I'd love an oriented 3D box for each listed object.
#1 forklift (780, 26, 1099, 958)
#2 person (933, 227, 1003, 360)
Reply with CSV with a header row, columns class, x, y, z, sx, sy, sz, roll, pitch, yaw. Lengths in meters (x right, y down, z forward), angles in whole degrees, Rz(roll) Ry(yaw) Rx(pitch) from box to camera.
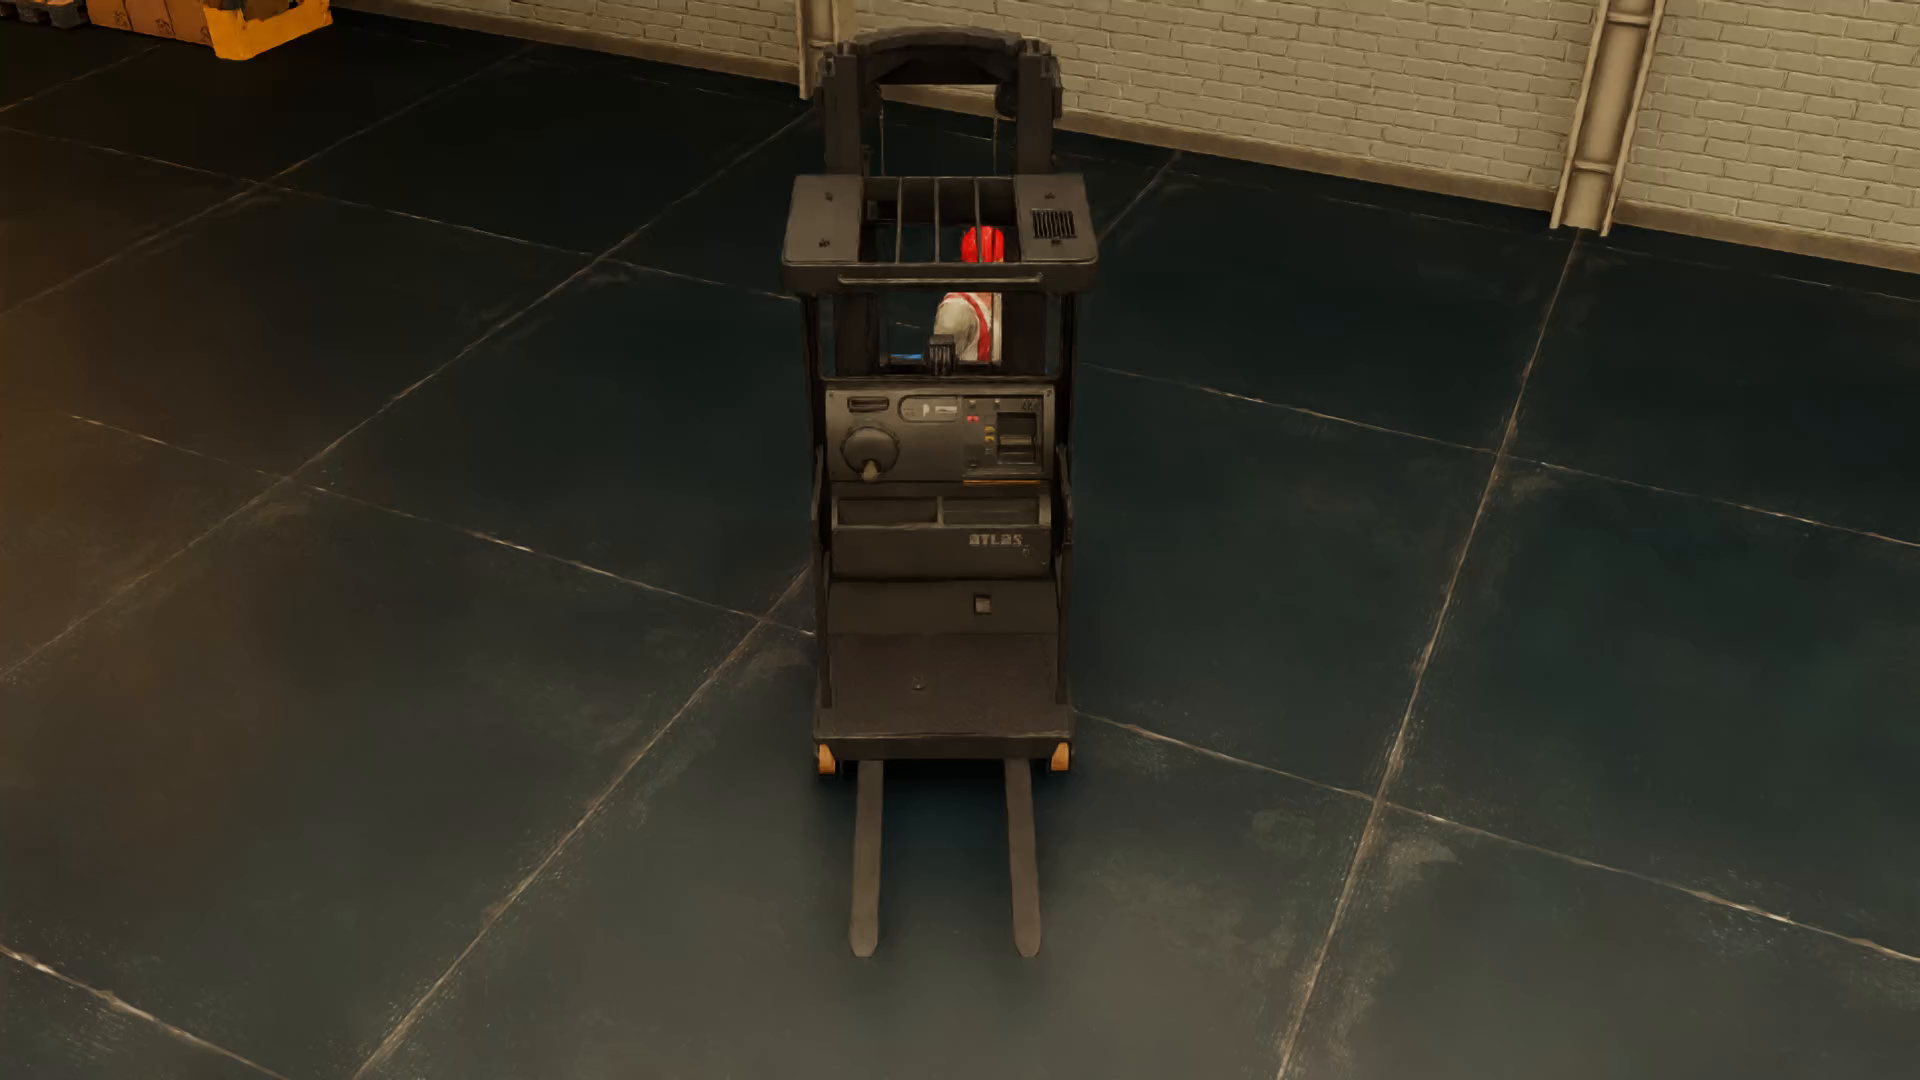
class,x,y,z,sx,sy,sz,roll,pitch,yaw
forklift,-0.074,-0.368,6.603,1.130,2.935,3.031,-1,36,-1
person,0.187,-0.665,8.026,0.564,1.783,0.713,12,37,16
